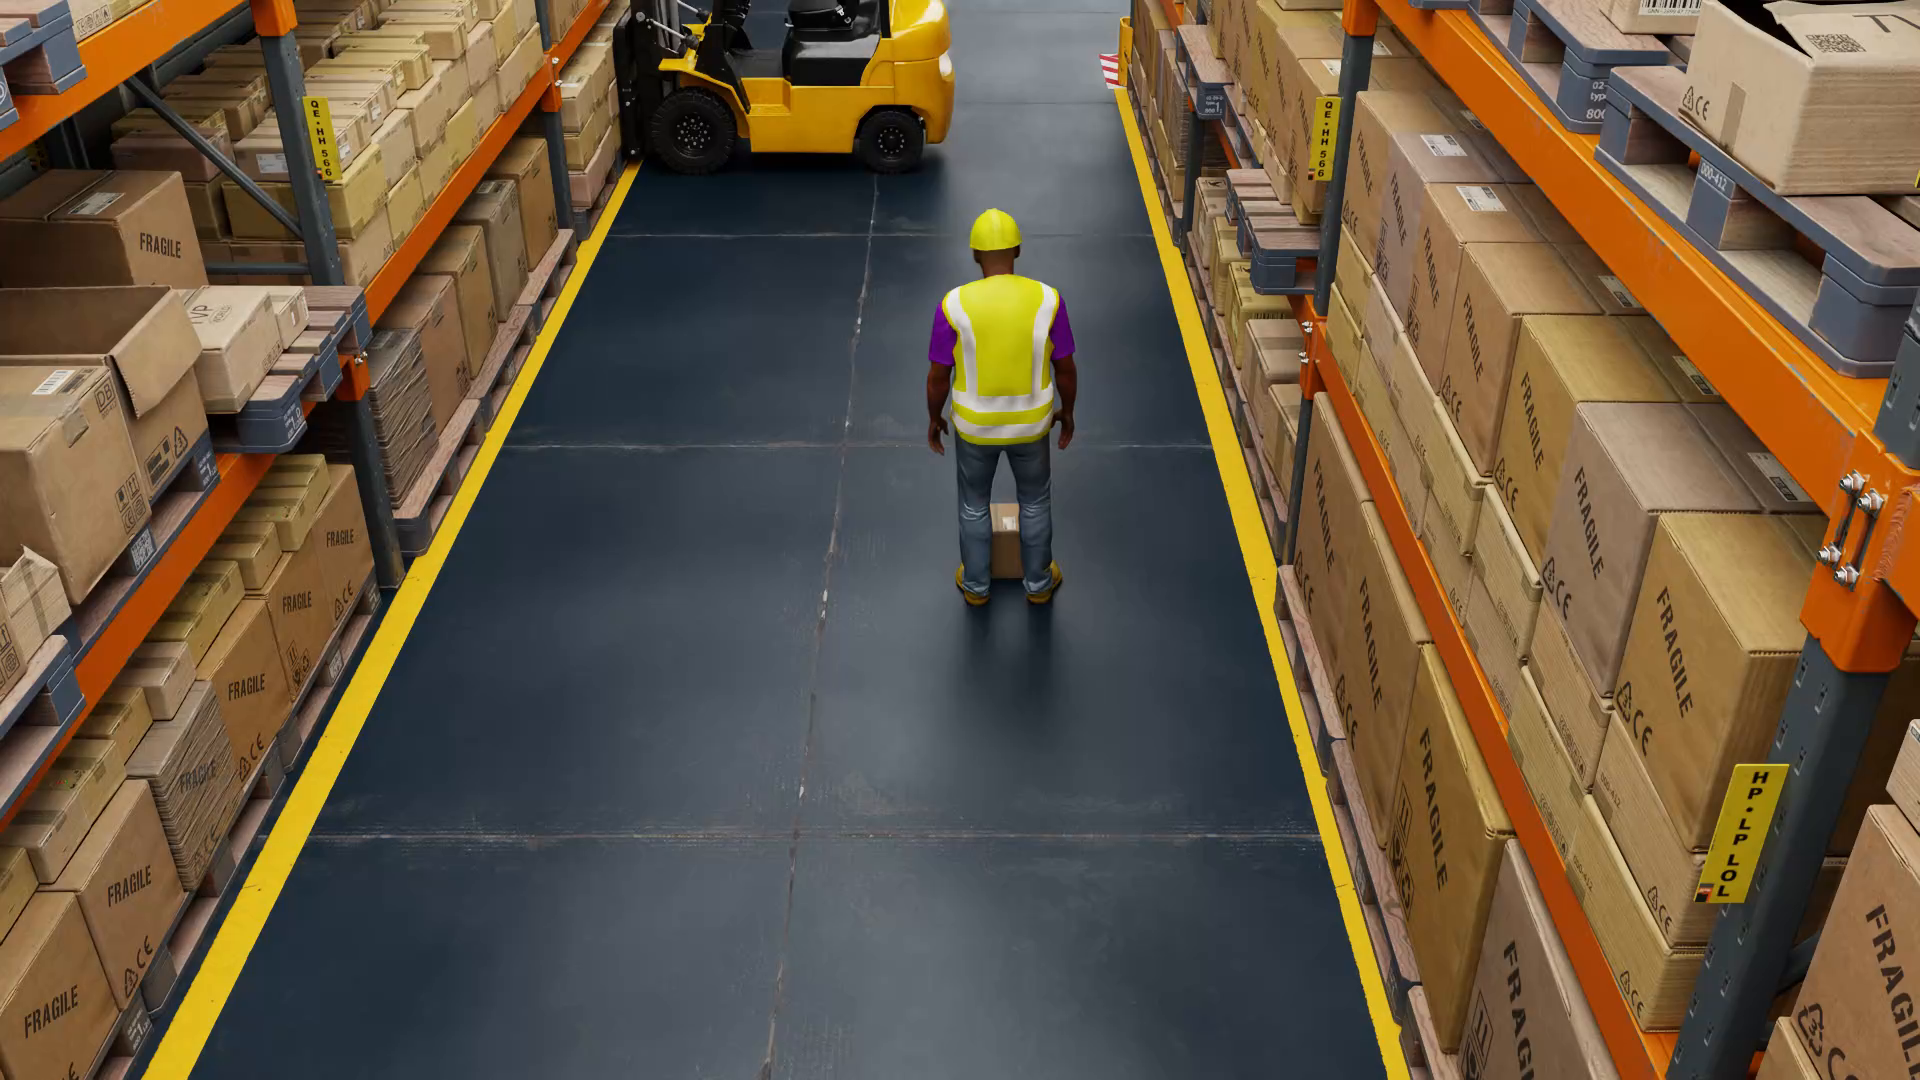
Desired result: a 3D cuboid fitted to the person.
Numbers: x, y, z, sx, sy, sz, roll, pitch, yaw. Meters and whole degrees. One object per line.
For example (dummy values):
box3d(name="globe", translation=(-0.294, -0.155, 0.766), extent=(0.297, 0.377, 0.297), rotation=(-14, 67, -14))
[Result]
box3d(name="person", translation=(0.172, -0.521, 6.973), extent=(0.629, 1.759, 0.461), rotation=(-2, 31, -3))
